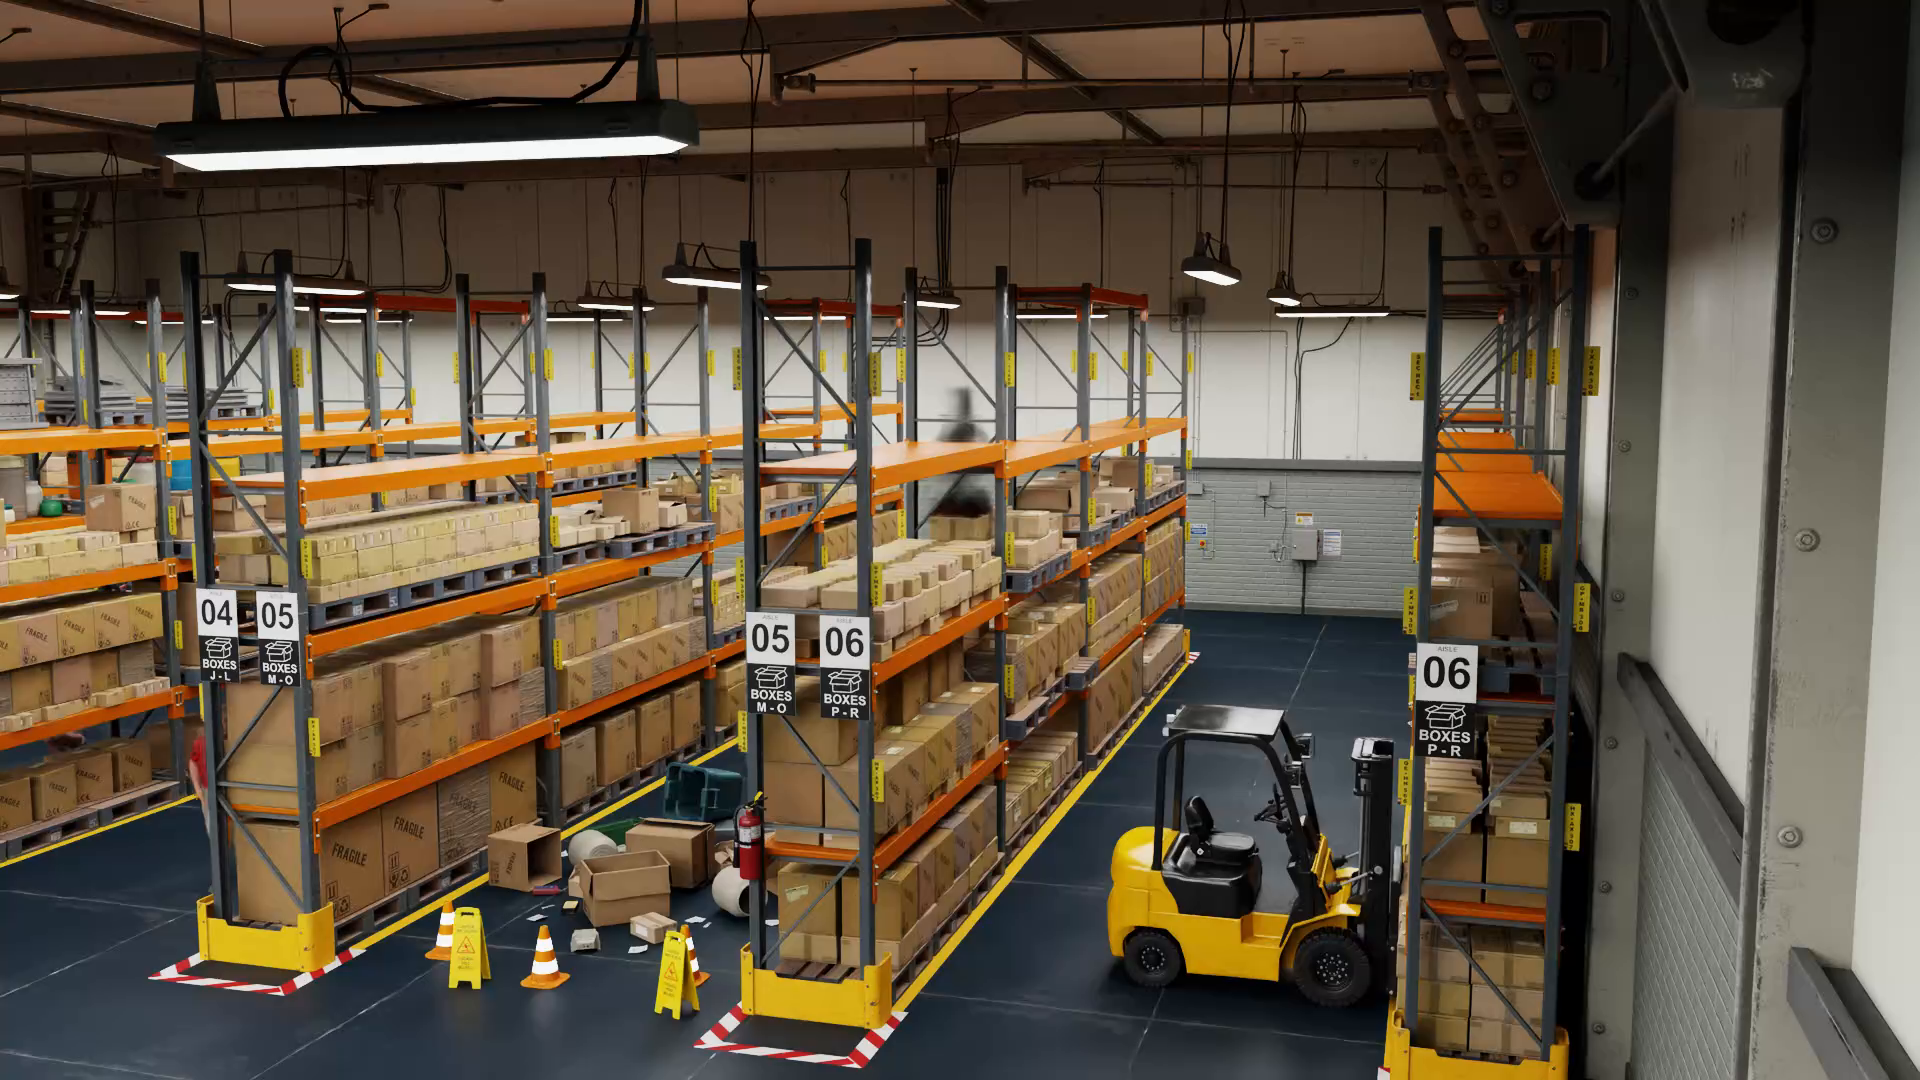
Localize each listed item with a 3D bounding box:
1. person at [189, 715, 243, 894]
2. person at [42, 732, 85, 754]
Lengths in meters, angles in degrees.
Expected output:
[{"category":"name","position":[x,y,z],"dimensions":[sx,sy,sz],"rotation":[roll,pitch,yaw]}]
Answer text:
[{"category":"person","position":[-7.206,2.529,16.367],"dimensions":[0.666,1.728,0.949],"rotation":[0,6,-2]},{"category":"person","position":[-11.183,2.072,20.614],"dimensions":[0.580,1.609,0.553],"rotation":[2,7,14]}]
